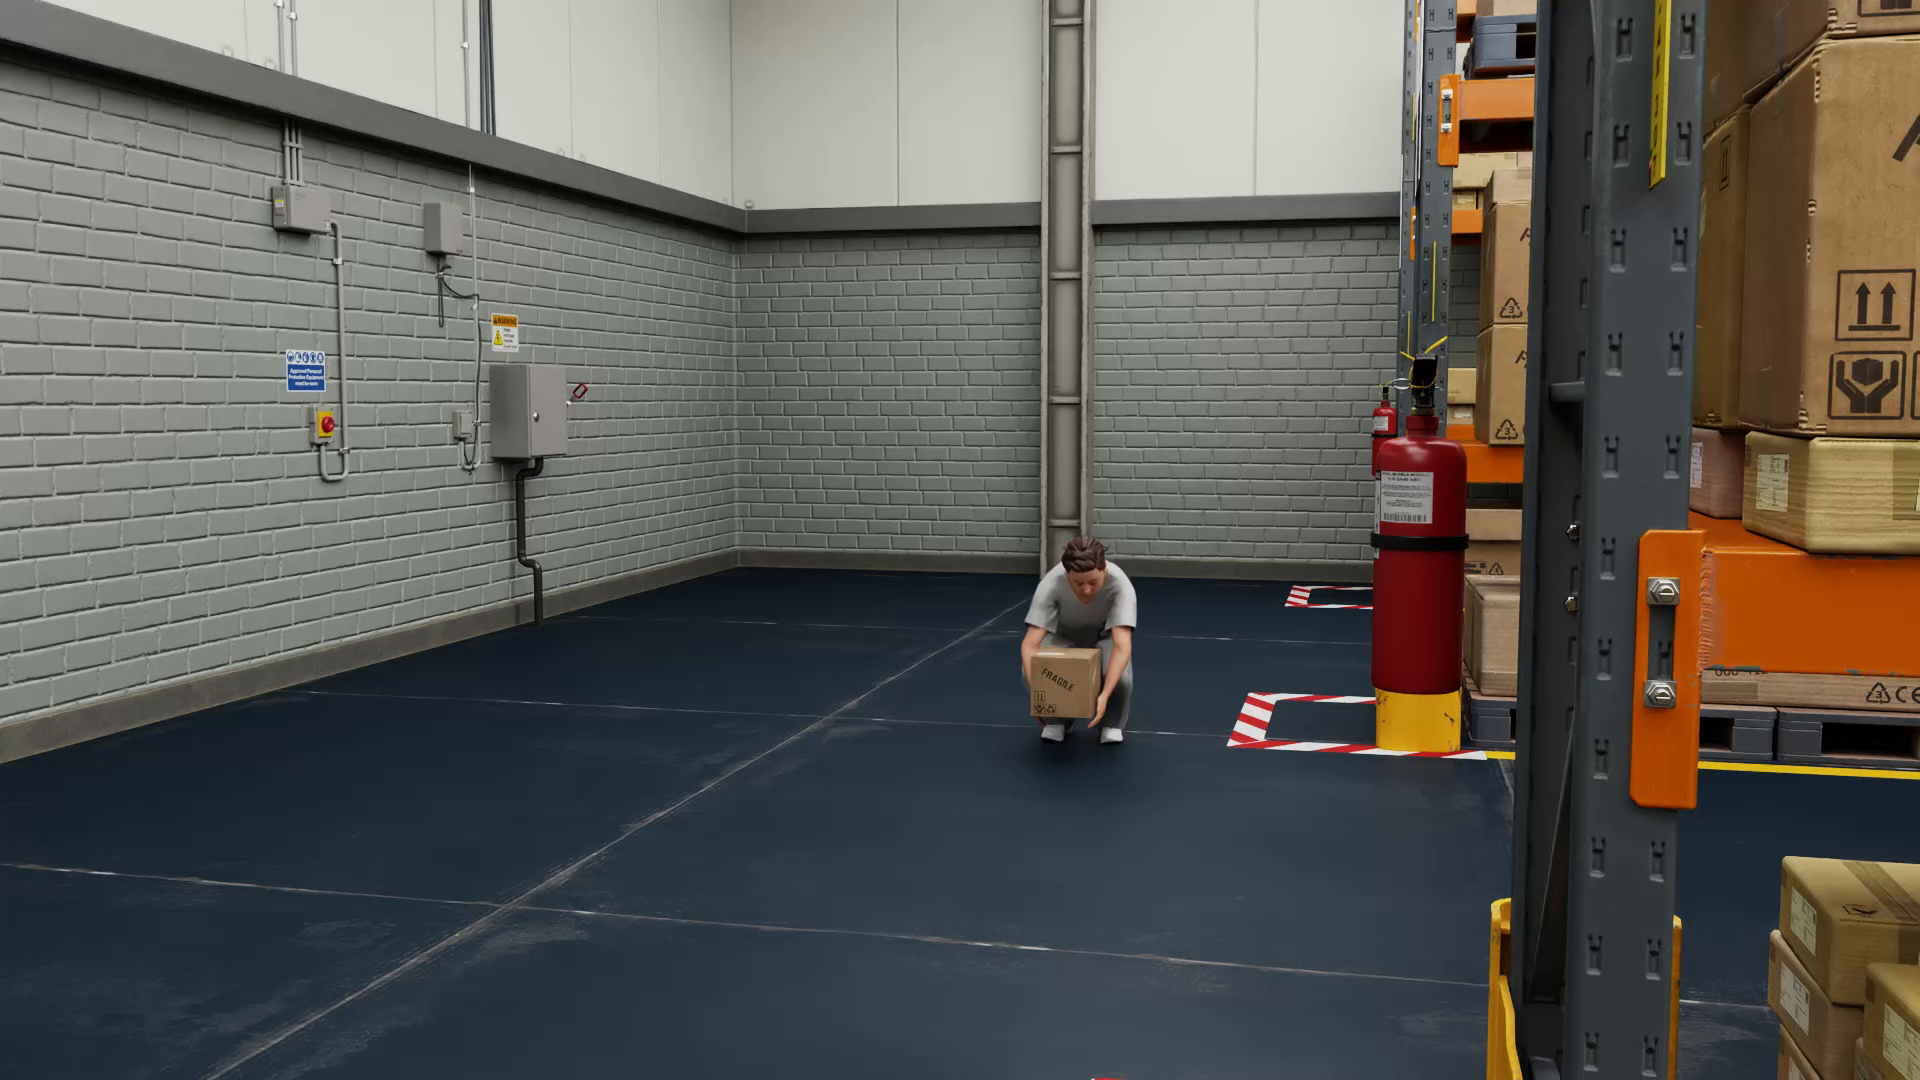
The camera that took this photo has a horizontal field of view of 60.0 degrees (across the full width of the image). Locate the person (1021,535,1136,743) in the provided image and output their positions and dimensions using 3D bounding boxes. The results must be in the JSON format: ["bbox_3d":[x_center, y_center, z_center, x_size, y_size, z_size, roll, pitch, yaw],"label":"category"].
[{"bbox_3d":[0.531,0.425,7.173,0.490,0.932,0.801,1,5,14],"label":"person"}]
